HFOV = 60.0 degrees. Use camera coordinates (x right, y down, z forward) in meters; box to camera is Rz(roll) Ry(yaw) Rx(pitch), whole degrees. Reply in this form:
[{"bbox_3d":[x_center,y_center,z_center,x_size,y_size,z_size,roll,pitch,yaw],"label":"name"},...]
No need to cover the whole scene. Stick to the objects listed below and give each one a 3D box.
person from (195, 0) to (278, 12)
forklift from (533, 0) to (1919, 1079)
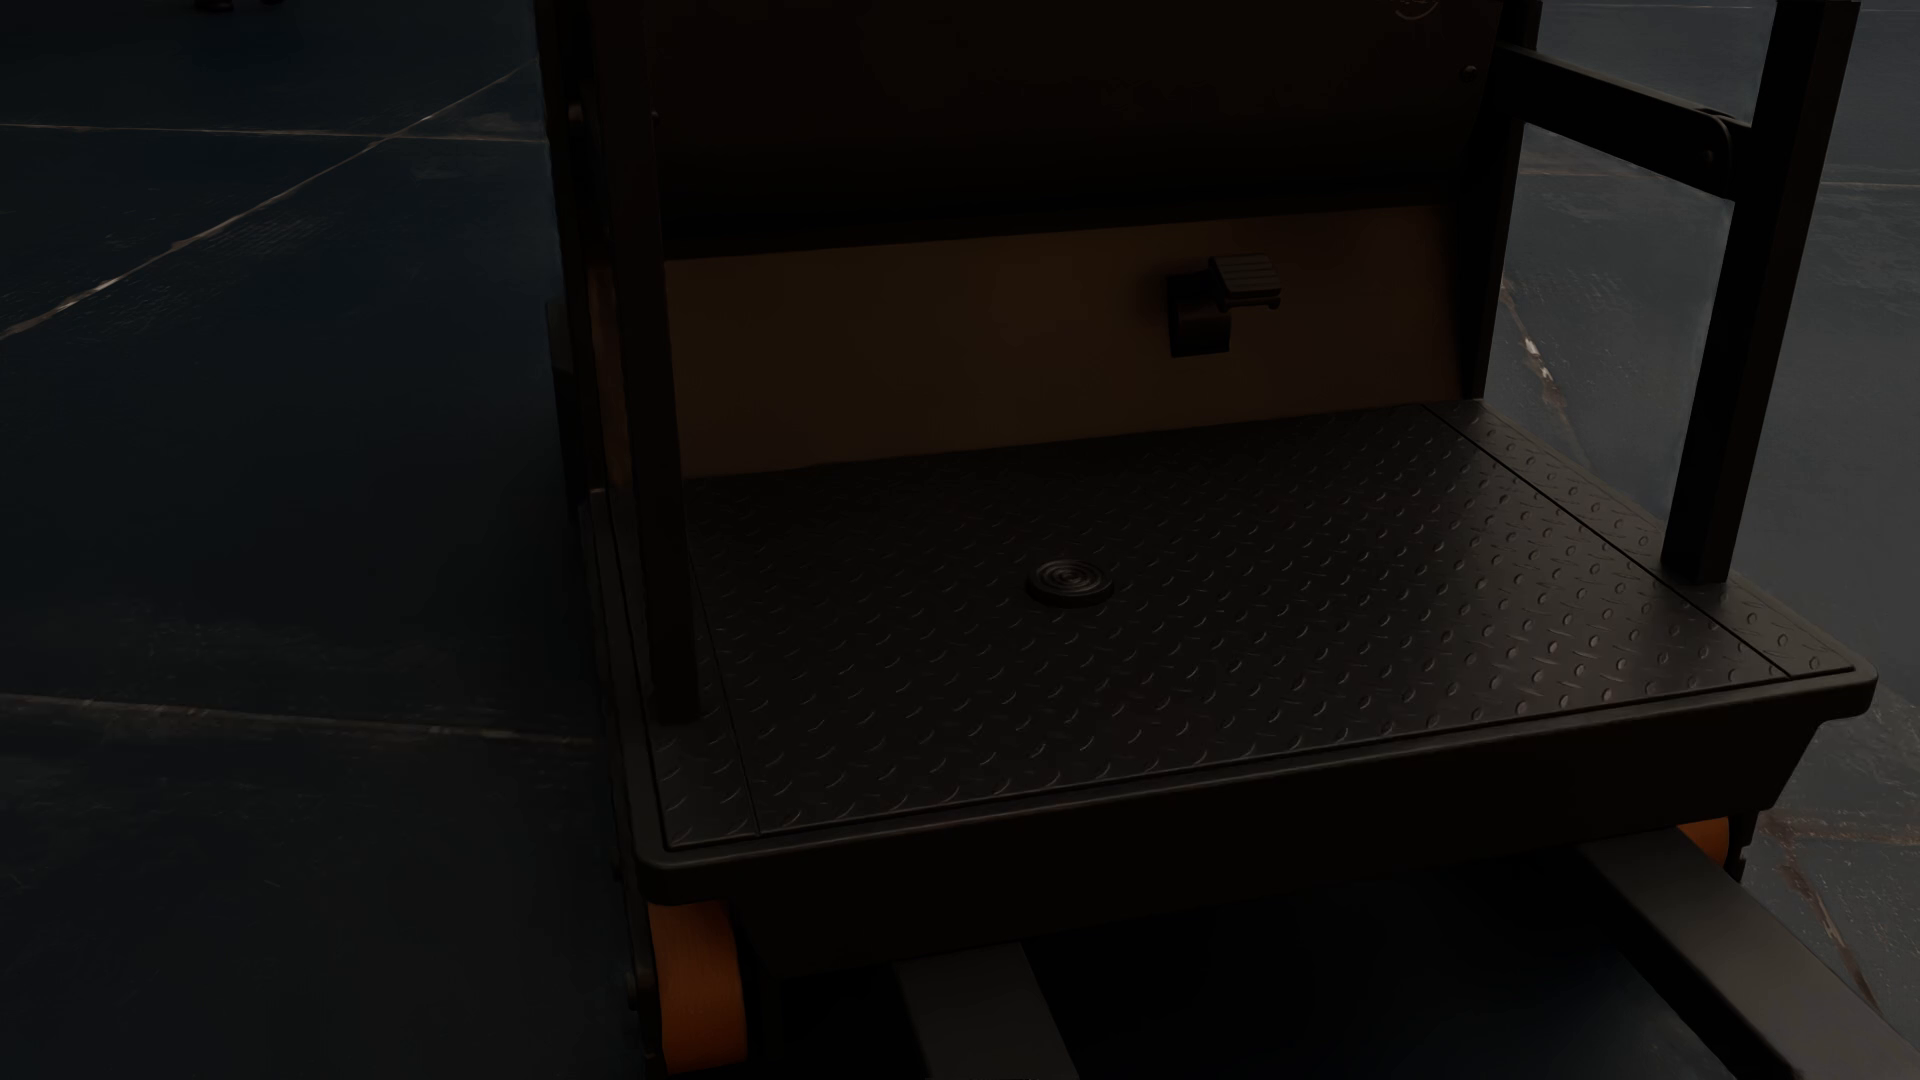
[{"bbox_3d":[-3.106,-2.982,6.609,0.802,1.716,0.495,-18,31,-31],"label":"person"},{"bbox_3d":[0.172,-1.016,1.254,1.130,2.935,3.031,-7,27,-13],"label":"forklift"}]
